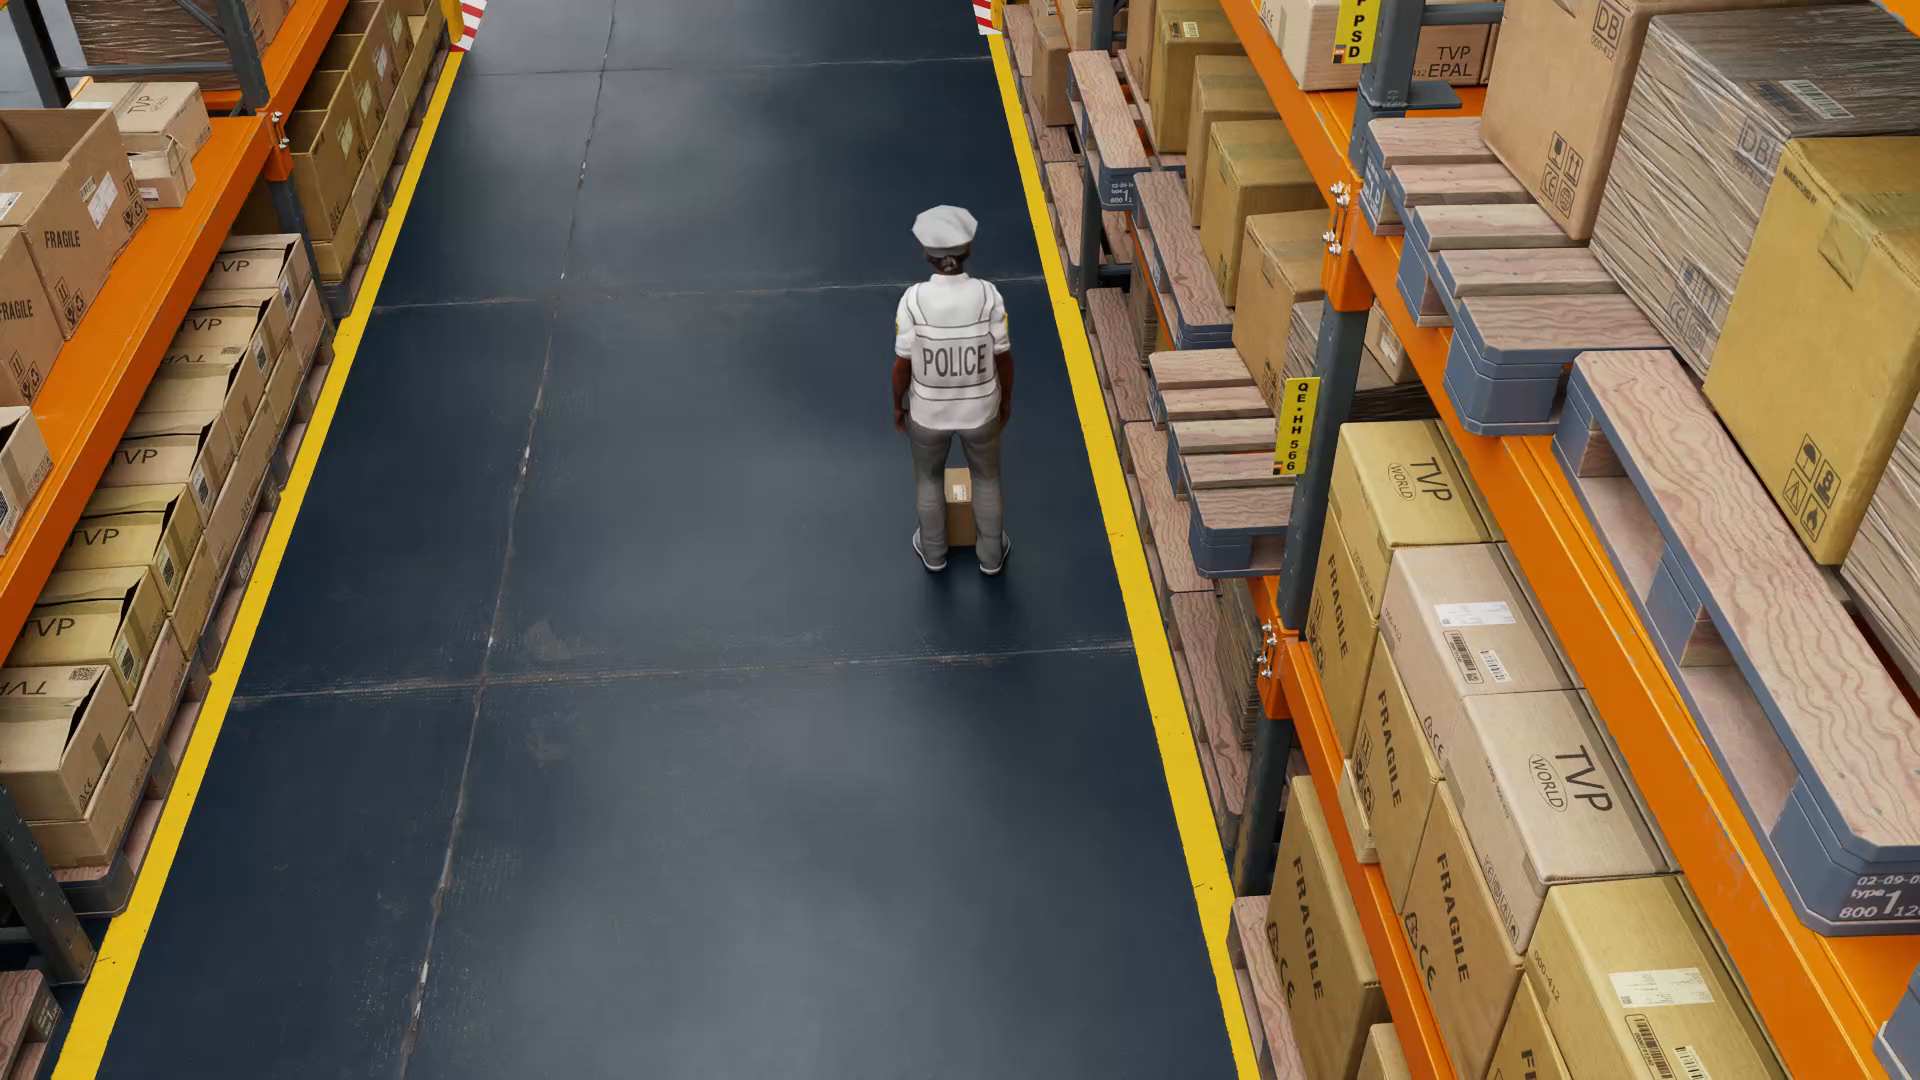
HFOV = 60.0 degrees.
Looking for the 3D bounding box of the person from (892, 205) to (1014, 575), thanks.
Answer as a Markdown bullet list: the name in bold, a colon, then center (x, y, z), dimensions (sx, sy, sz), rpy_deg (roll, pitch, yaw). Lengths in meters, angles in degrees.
- **person**: center (-0.024, -0.551, 6.827), dimensions (0.506, 1.660, 0.415), rpy_deg (-3, 39, -4)
